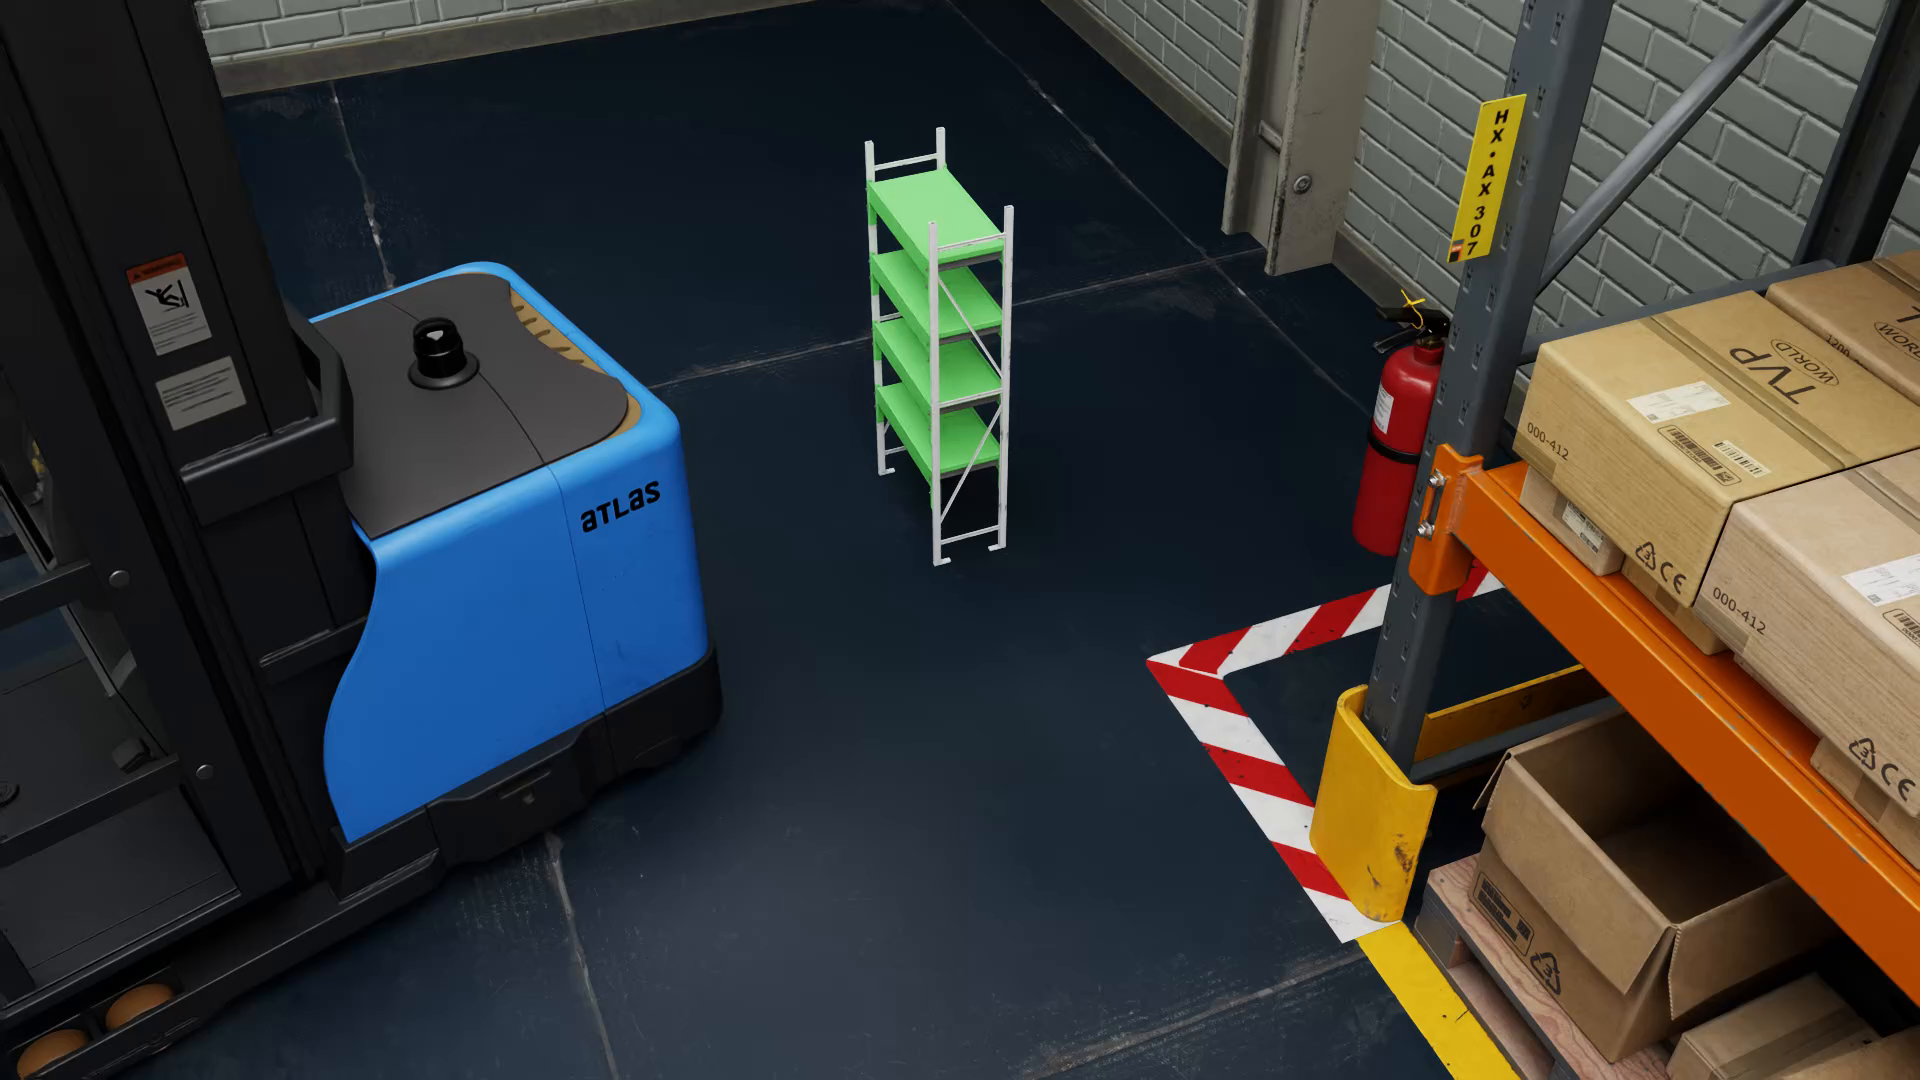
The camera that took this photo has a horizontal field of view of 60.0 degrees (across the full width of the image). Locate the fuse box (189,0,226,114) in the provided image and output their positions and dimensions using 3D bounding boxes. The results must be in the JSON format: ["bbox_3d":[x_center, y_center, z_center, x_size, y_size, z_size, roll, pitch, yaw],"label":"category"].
[{"bbox_3d":[-3.299,-2.564,6.919,0.539,1.711,0.414,-15,43,-17],"label":"fuse box"}]

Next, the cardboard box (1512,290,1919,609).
[{"bbox_3d":[1.393,-0.181,3.047,0.500,0.250,0.500,-15,43,-17],"label":"cardboard box"}]

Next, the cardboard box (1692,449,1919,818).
[{"bbox_3d":[1.586,0.123,2.694,0.500,0.250,0.500,-15,43,-16],"label":"cardboard box"}]

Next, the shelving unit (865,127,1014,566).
[{"bbox_3d":[-0.063,-0.555,4.975,0.258,1.200,0.503,-15,43,-17],"label":"shelving unit"}]

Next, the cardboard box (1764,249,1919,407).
[{"bbox_3d":[1.889,-0.311,3.198,0.500,0.250,0.500,-14,43,-16],"label":"cardboard box"}]

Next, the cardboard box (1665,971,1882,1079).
[{"bbox_3d":[1.741,1.114,3.519,0.380,0.149,0.250,-17,43,-19],"label":"cardboard box"}]

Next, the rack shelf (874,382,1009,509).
[{"bbox_3d":[-0.063,-0.324,5.173,0.258,0.148,0.480,-15,43,-17],"label":"rack shelf"}]

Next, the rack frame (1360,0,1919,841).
[{"bbox_3d":[1.468,-0.466,3.491,1.000,3.000,0.127,-15,43,-17],"label":"rack frame"}]

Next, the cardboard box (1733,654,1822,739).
[{"bbox_3d":[1.613,0.187,2.924,0.380,0.149,0.250,-16,43,-17],"label":"cardboard box"}]

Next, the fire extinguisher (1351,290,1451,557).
[{"bbox_3d":[0.985,-0.268,3.607,0.296,0.674,0.183,-15,43,-17],"label":"fire extinguisher"}]

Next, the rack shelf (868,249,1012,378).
[{"bbox_3d":[-0.063,-0.688,4.860,0.258,0.148,0.480,-15,43,-17],"label":"rack shelf"}]

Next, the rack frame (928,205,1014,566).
[{"bbox_3d":[0.030,-0.408,4.804,0.240,1.200,0.015,-15,43,-17],"label":"rack frame"}]

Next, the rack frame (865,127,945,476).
[{"bbox_3d":[-0.157,-0.702,5.146,0.240,1.200,0.015,-15,43,-17],"label":"rack frame"}]

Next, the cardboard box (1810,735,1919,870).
[{"bbox_3d":[1.653,0.355,2.729,0.380,0.149,0.250,-14,43,-16],"label":"cardboard box"}]

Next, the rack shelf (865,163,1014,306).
[{"bbox_3d":[-0.063,-0.870,4.703,0.258,0.148,0.480,-15,43,-17],"label":"rack shelf"}]

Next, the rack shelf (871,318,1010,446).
[{"bbox_3d":[-0.063,-0.506,5.016,0.258,0.148,0.480,-15,43,-17],"label":"rack shelf"}]

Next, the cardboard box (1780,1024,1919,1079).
[{"bbox_3d":[1.906,1.240,3.103,0.700,0.500,0.500,-13,42,-15],"label":"cardboard box"}]

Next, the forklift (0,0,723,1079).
[{"bbox_3d":[-2.122,-0.230,3.269,3.031,2.935,1.130,-28,48,-28],"label":"forklift"}]

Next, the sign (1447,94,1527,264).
[{"bbox_3d":[0.967,-0.658,3.051,0.100,0.325,0.005,-15,43,-17],"label":"sign"}]

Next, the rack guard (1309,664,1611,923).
[{"bbox_3d":[1.497,0.528,4.253,1.175,0.500,0.348,-15,43,-17],"label":"rack guard"}]

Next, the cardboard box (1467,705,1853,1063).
[{"bbox_3d":[1.615,0.714,3.712,0.797,0.503,0.637,-17,43,-19],"label":"cardboard box"}]

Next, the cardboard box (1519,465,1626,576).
[{"bbox_3d":[1.341,-0.104,3.263,0.380,0.149,0.250,-15,43,-17],"label":"cardboard box"}]

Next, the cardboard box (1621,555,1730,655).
[{"bbox_3d":[1.481,0.038,3.098,0.380,0.149,0.250,-14,43,-16],"label":"cardboard box"}]

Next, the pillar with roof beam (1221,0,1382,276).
[{"bbox_3d":[-2.708,-3.515,2.436,9.100,9.000,0.400,-15,43,-17],"label":"pillar with roof beam"}]

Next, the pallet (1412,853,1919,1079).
[{"bbox_3d":[1.803,1.117,3.789,1.003,0.211,1.213,-15,43,-17],"label":"pallet"}]

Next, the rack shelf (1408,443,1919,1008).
[{"bbox_3d":[2.234,1.012,2.324,1.077,0.370,4.000,-15,43,-17],"label":"rack shelf"}]
